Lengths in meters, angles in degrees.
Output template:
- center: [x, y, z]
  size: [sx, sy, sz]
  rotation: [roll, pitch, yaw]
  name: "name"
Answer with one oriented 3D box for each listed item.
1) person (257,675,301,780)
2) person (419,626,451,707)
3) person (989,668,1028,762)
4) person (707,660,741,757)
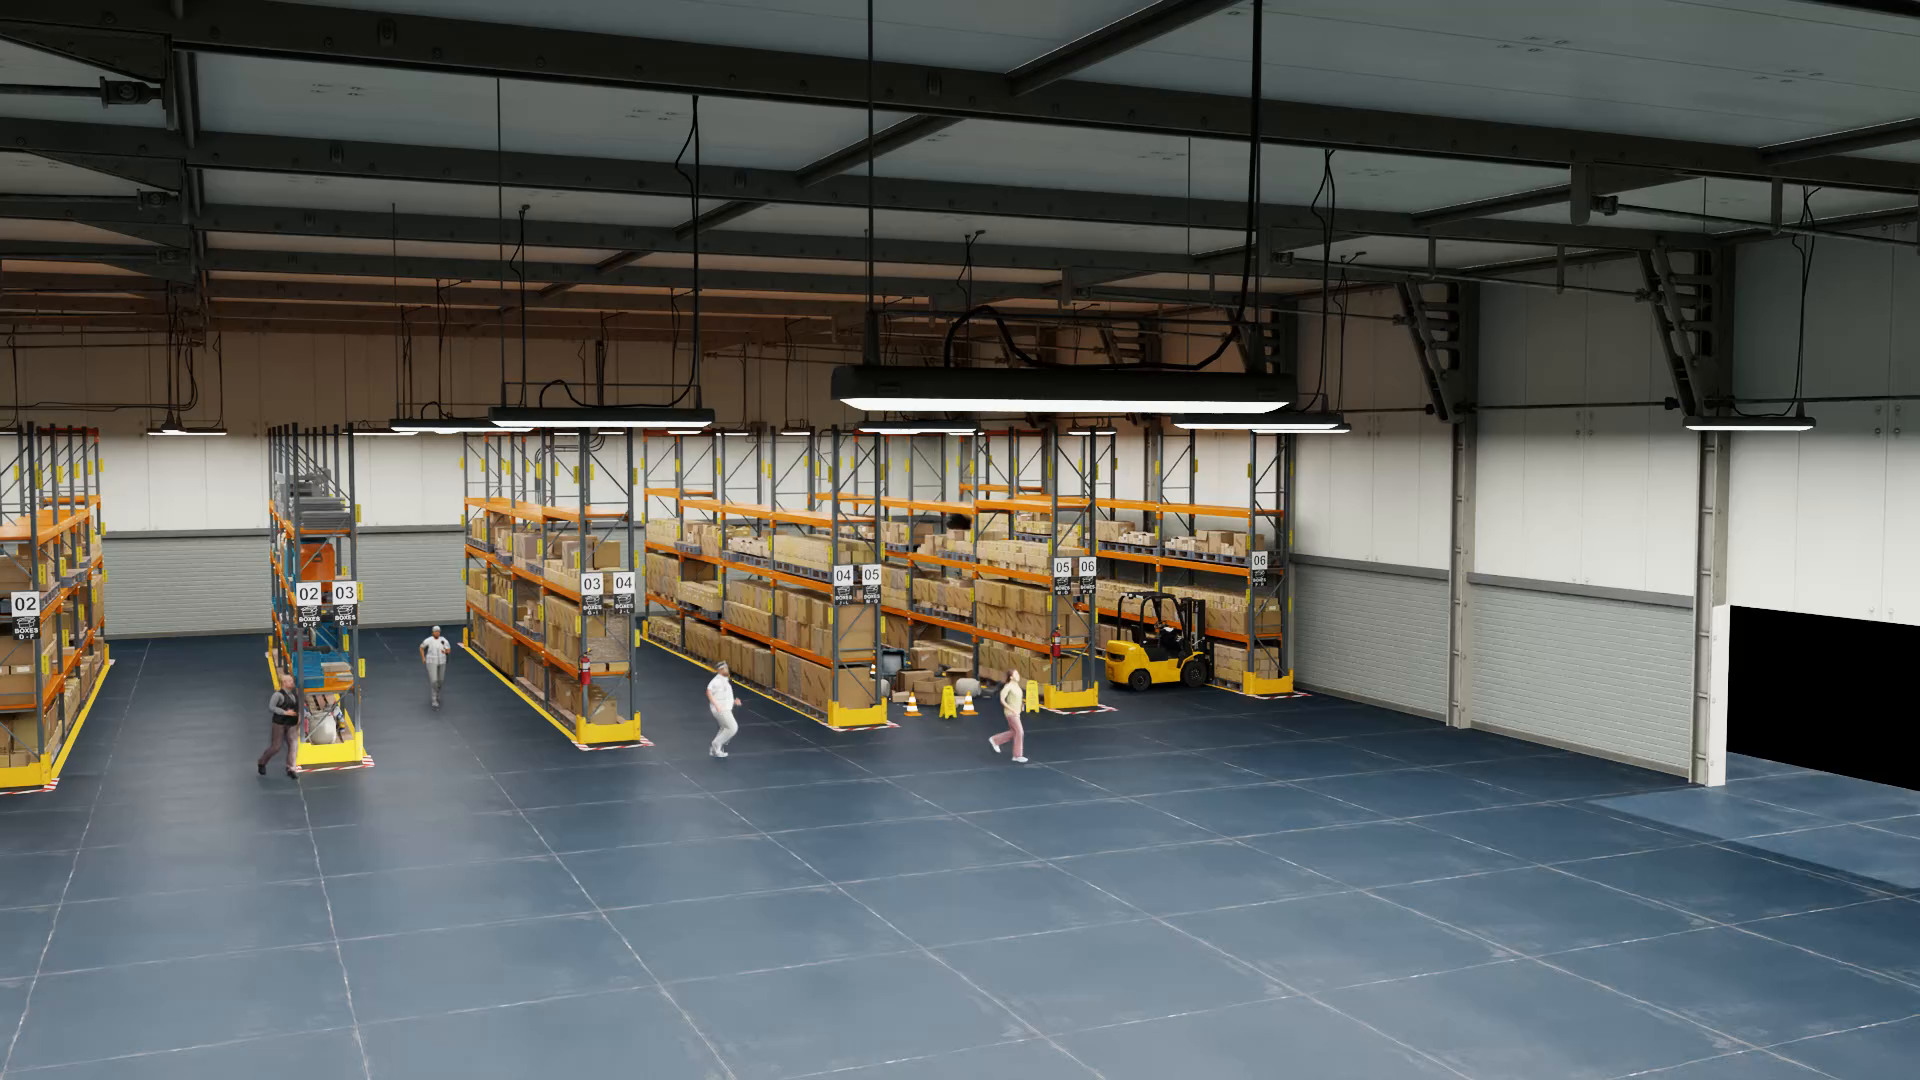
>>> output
- center: [-11.415, 3.144, 28.099]
  size: [0.935, 1.714, 0.686]
  rotation: [2, 4, 25]
  name: "person"
- center: [-11.276, 2.705, 35.799]
  size: [0.582, 1.726, 0.758]
  rotation: [-2, 4, -35]
  name: "person"
- center: [0.861, 3.092, 29.501]
  size: [0.751, 1.661, 0.575]
  rotation: [2, 4, 24]
  name: "person"
- center: [-4.229, 3.024, 29.825]
  size: [0.580, 1.745, 0.662]
  rotation: [0, 3, 3]
  name: "person"
